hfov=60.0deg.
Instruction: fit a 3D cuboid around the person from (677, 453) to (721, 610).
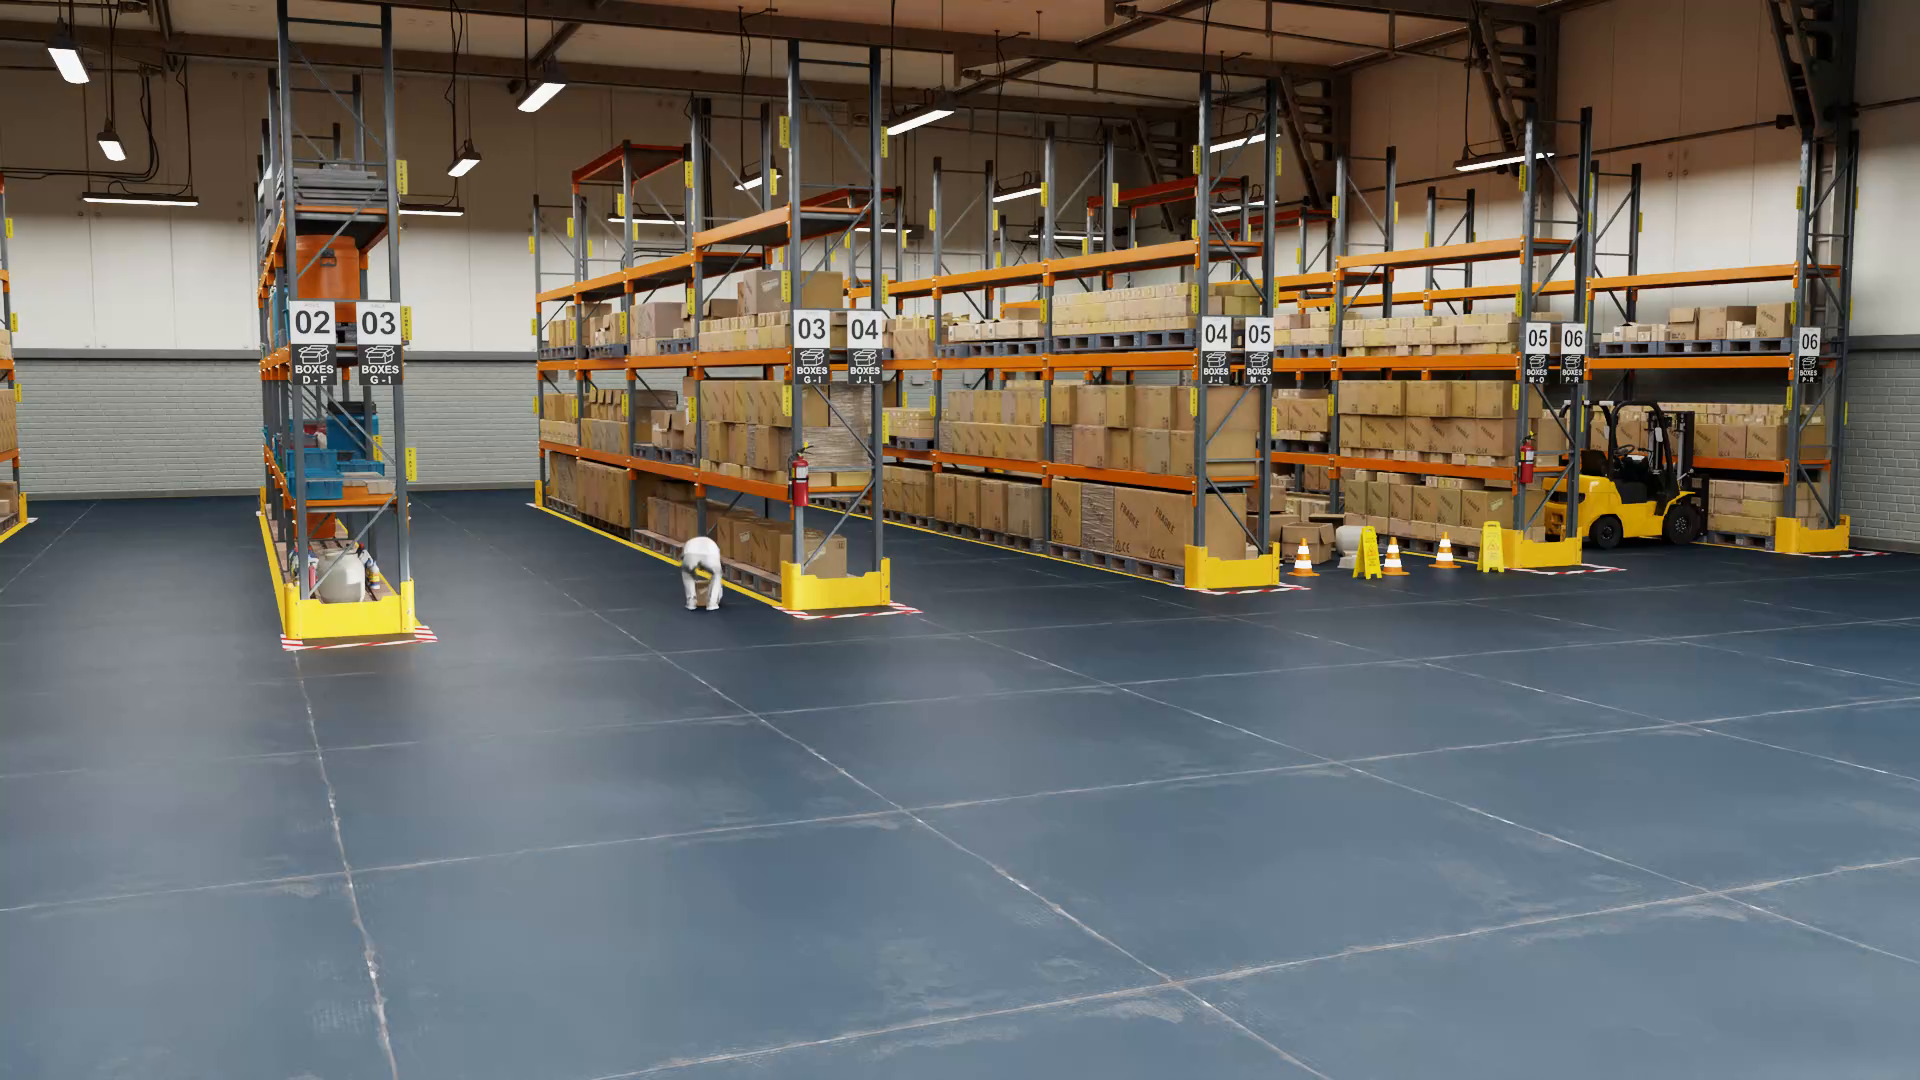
[{"bbox_3d":[-2.791,-0.092,17.845,0.459,1.688,0.550,0,6,-2],"label":"person"}]
